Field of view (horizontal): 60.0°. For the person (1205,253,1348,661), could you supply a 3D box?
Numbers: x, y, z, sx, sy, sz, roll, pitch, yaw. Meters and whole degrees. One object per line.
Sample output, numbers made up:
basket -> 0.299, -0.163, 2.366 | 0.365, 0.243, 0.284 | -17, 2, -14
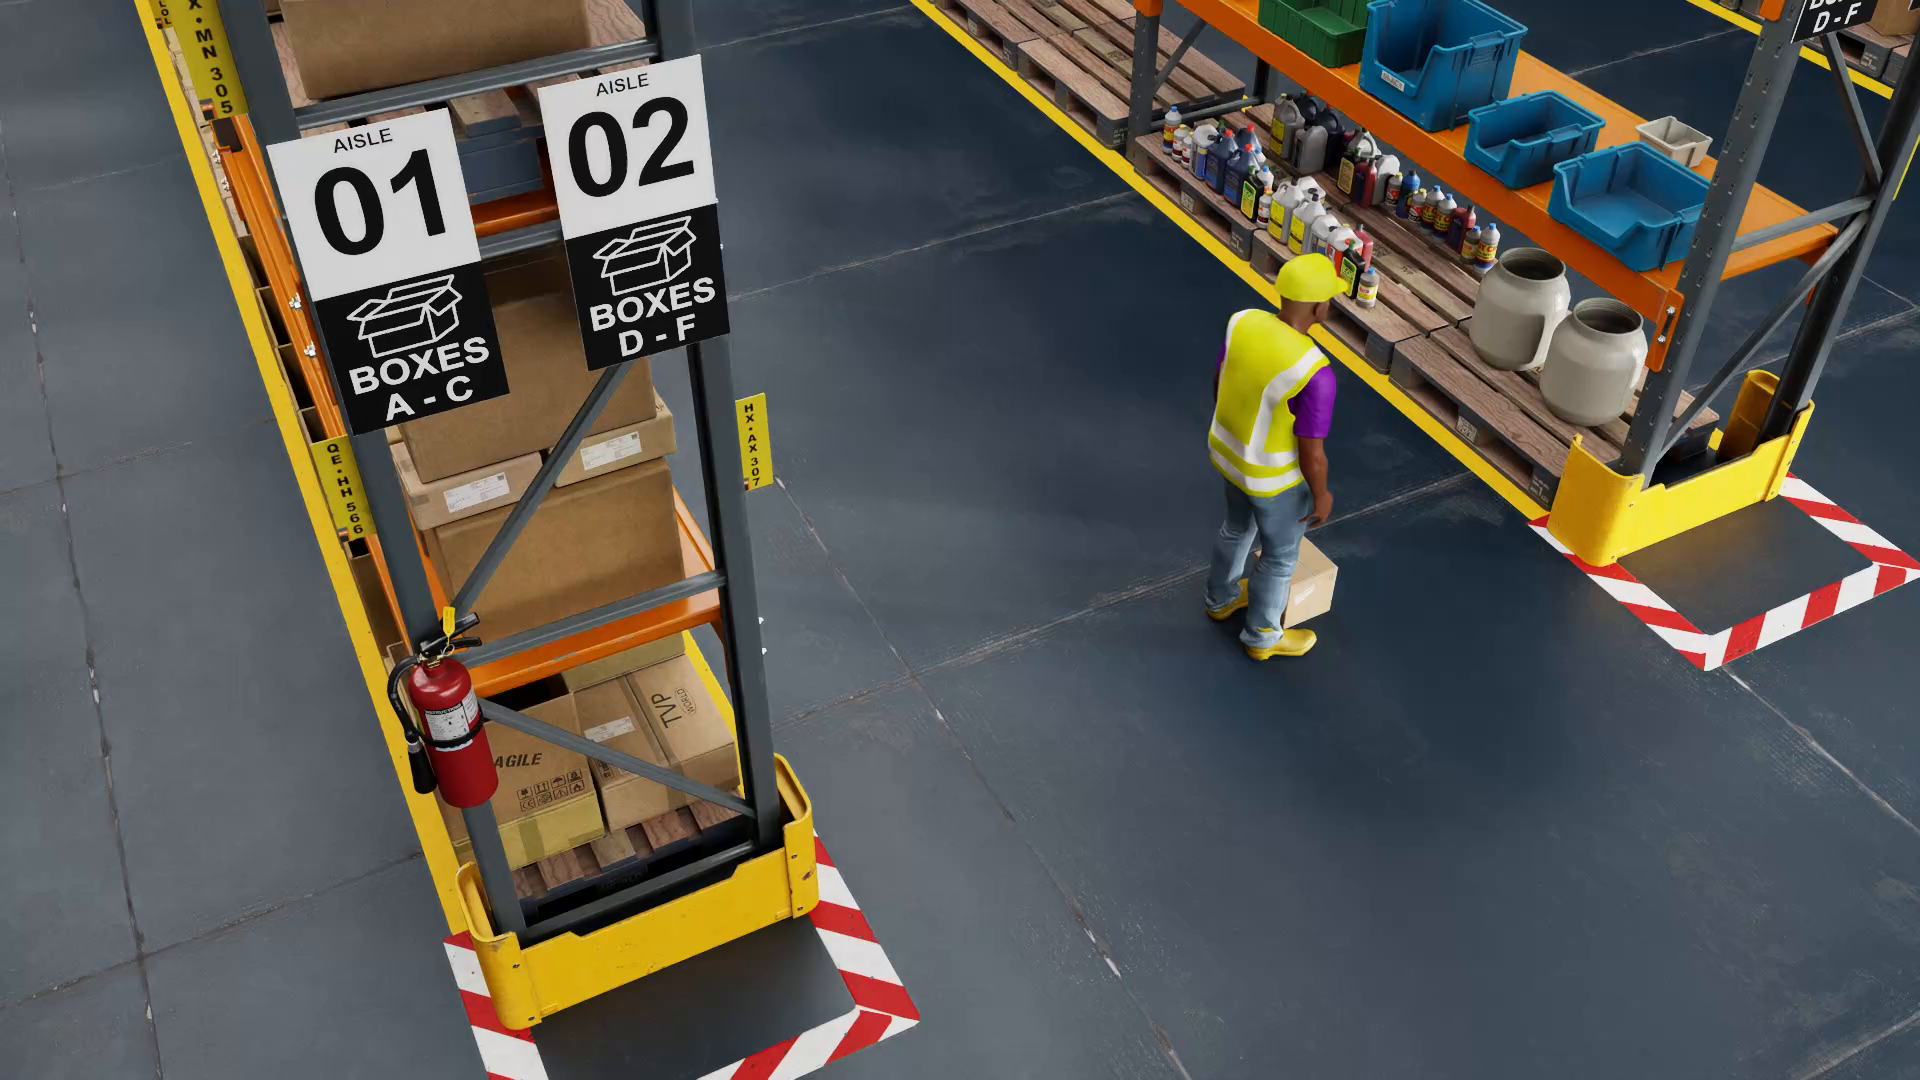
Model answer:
person -> 1.220, -0.321, 6.513 | 0.459, 1.761, 0.638 | -20, 45, -22
